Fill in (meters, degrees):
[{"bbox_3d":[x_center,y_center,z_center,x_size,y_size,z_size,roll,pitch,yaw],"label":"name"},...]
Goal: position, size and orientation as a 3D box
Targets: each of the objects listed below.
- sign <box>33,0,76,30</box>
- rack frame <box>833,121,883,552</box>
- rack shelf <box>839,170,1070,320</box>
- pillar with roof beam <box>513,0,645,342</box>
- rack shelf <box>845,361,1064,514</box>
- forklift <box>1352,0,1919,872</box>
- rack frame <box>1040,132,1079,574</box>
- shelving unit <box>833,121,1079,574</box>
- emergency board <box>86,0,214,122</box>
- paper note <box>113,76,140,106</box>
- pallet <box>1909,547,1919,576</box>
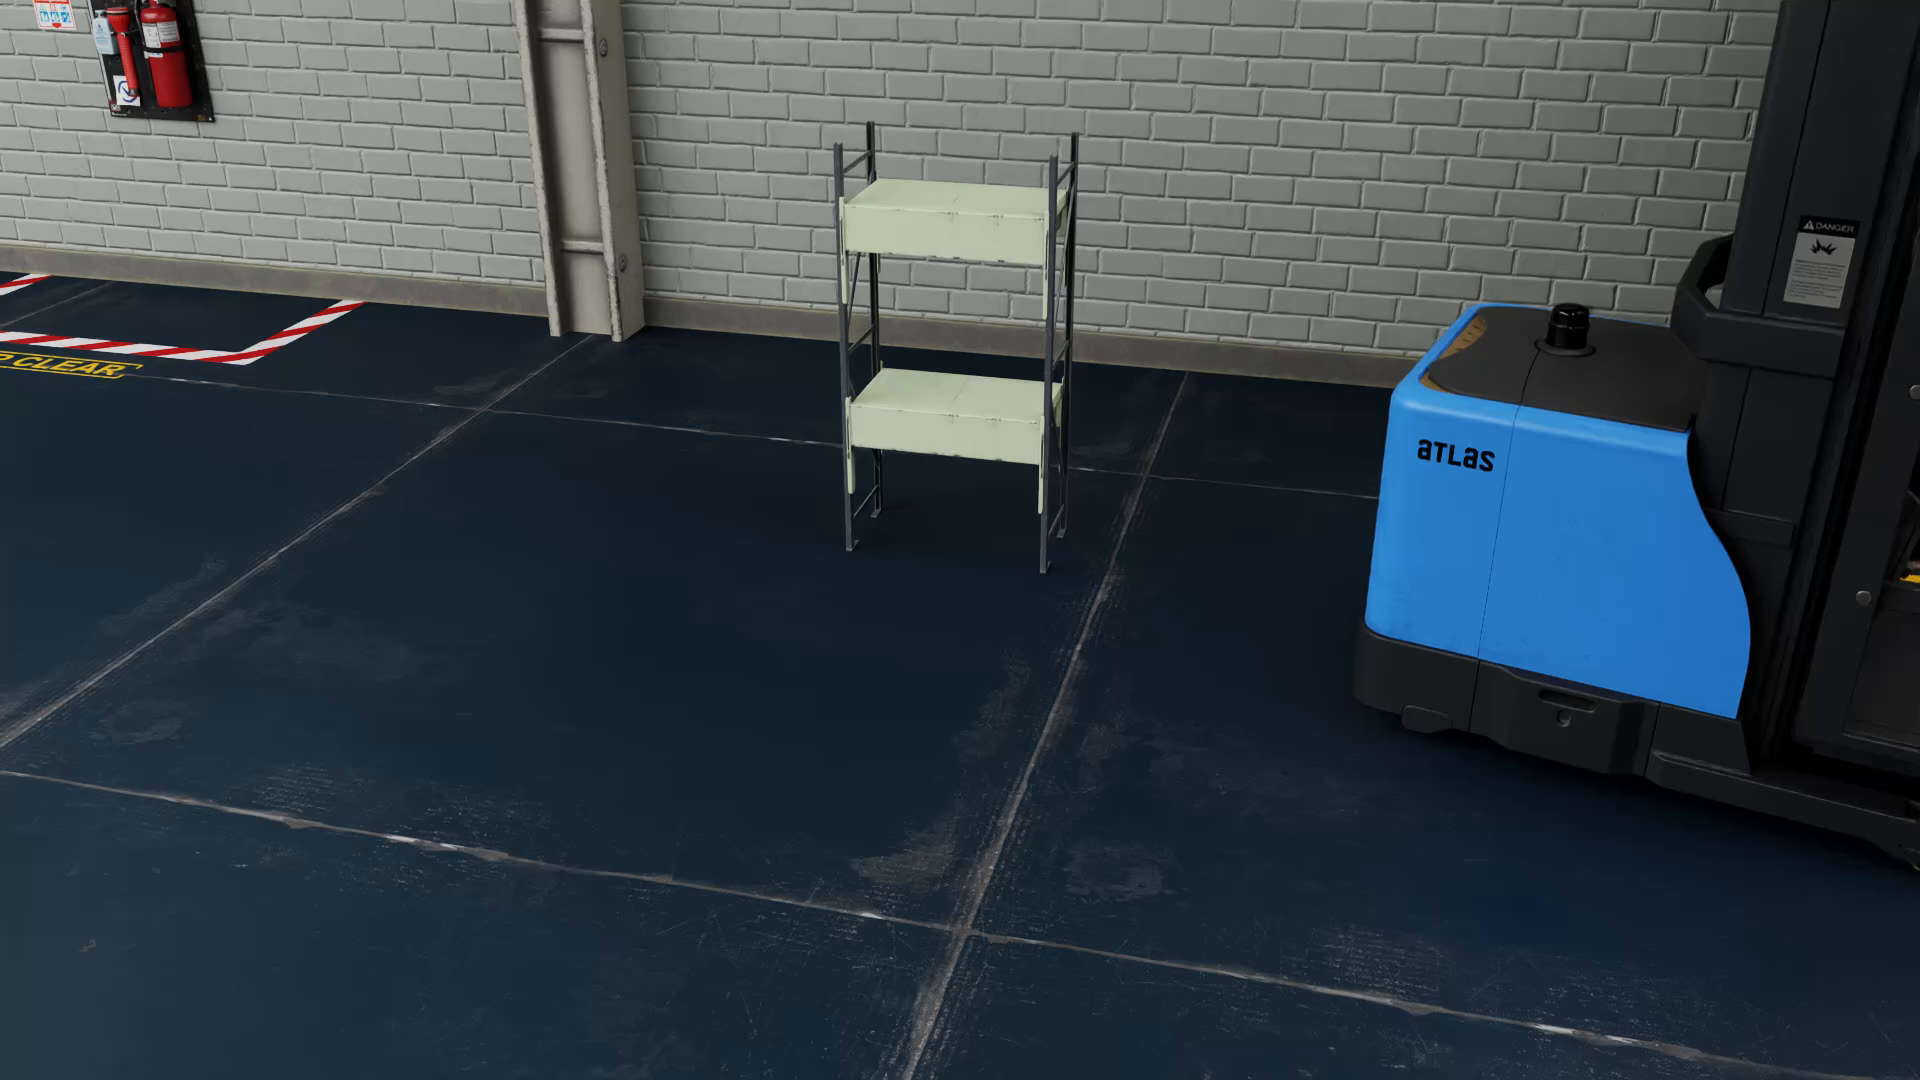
[{"bbox_3d":[-4.741,-2.832,8.667,0.234,0.329,0.001,6,26,13],"label":"sign"},{"bbox_3d":[-0.361,-0.717,6.011,0.023,1.500,0.400,6,26,13],"label":"rack frame"},{"bbox_3d":[-0.006,-1.030,5.761,0.720,0.370,0.431,6,26,13],"label":"rack shelf"},{"bbox_3d":[-2.920,-3.350,2.817,0.400,9.000,9.100,6,26,13],"label":"pillar with roof beam"},{"bbox_3d":[-0.006,-0.384,6.069,0.720,0.370,0.431,6,26,13],"label":"rack shelf"},{"bbox_3d":[2.745,-0.654,4.214,3.031,2.935,1.130,13,29,26],"label":"forklift"},{"bbox_3d":[0.348,-0.639,5.847,0.023,1.500,0.400,6,26,13],"label":"rack frame"},{"bbox_3d":[-0.006,-0.678,5.929,0.755,1.500,0.431,6,26,13],"label":"shelving unit"},{"bbox_3d":[-4.231,-2.714,8.461,0.643,1.169,0.194,6,26,13],"label":"emergency board"},{"bbox_3d":[-4.386,-2.364,8.750,0.142,0.148,0.016,6,26,13],"label":"paper note"},{"bbox_3d":[3.922,-0.137,6.292,1.213,0.211,1.003,6,26,13],"label":"pallet"}]
